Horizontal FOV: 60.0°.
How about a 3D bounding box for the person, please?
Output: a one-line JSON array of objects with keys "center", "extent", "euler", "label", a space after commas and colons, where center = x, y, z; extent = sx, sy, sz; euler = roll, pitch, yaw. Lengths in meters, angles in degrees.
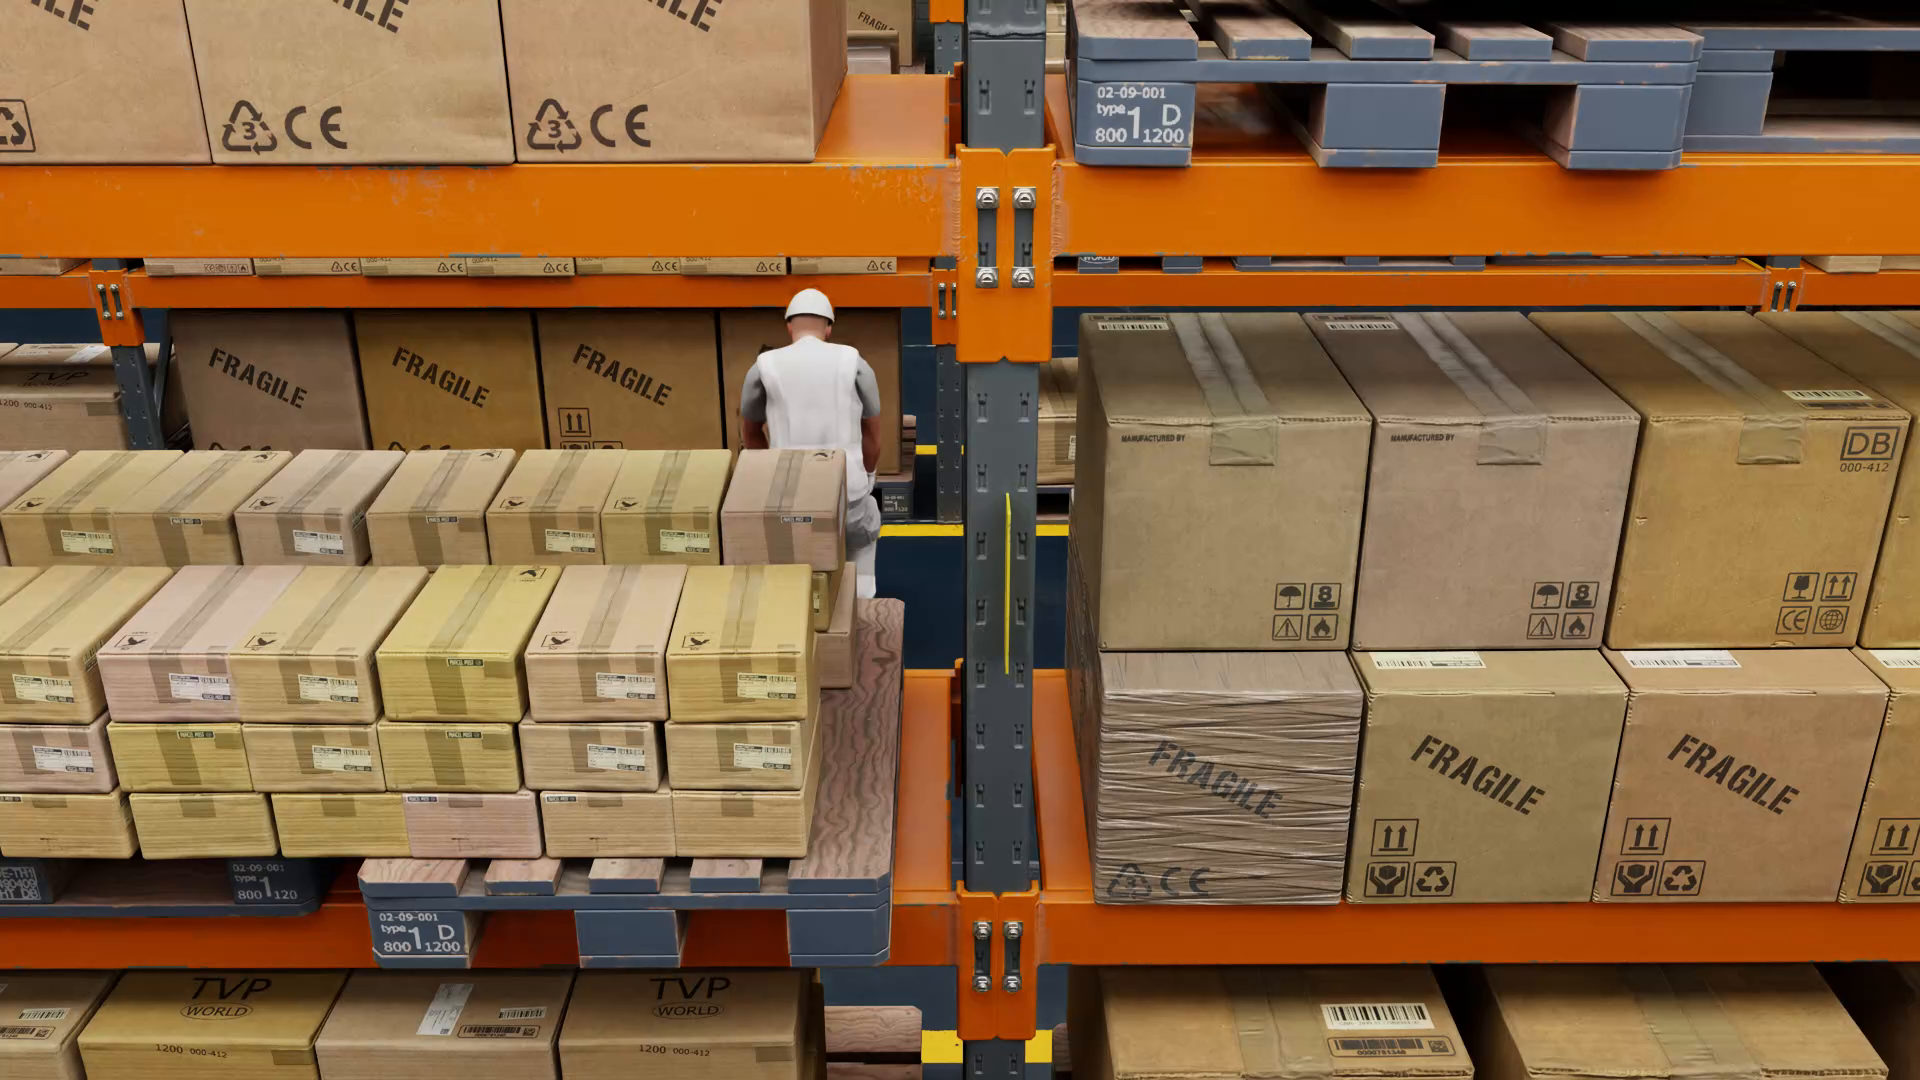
[{"center": [-0.618, -0.226, 6.974], "extent": [0.582, 1.472, 0.730], "euler": [0, 24, 0], "label": "person"}]
